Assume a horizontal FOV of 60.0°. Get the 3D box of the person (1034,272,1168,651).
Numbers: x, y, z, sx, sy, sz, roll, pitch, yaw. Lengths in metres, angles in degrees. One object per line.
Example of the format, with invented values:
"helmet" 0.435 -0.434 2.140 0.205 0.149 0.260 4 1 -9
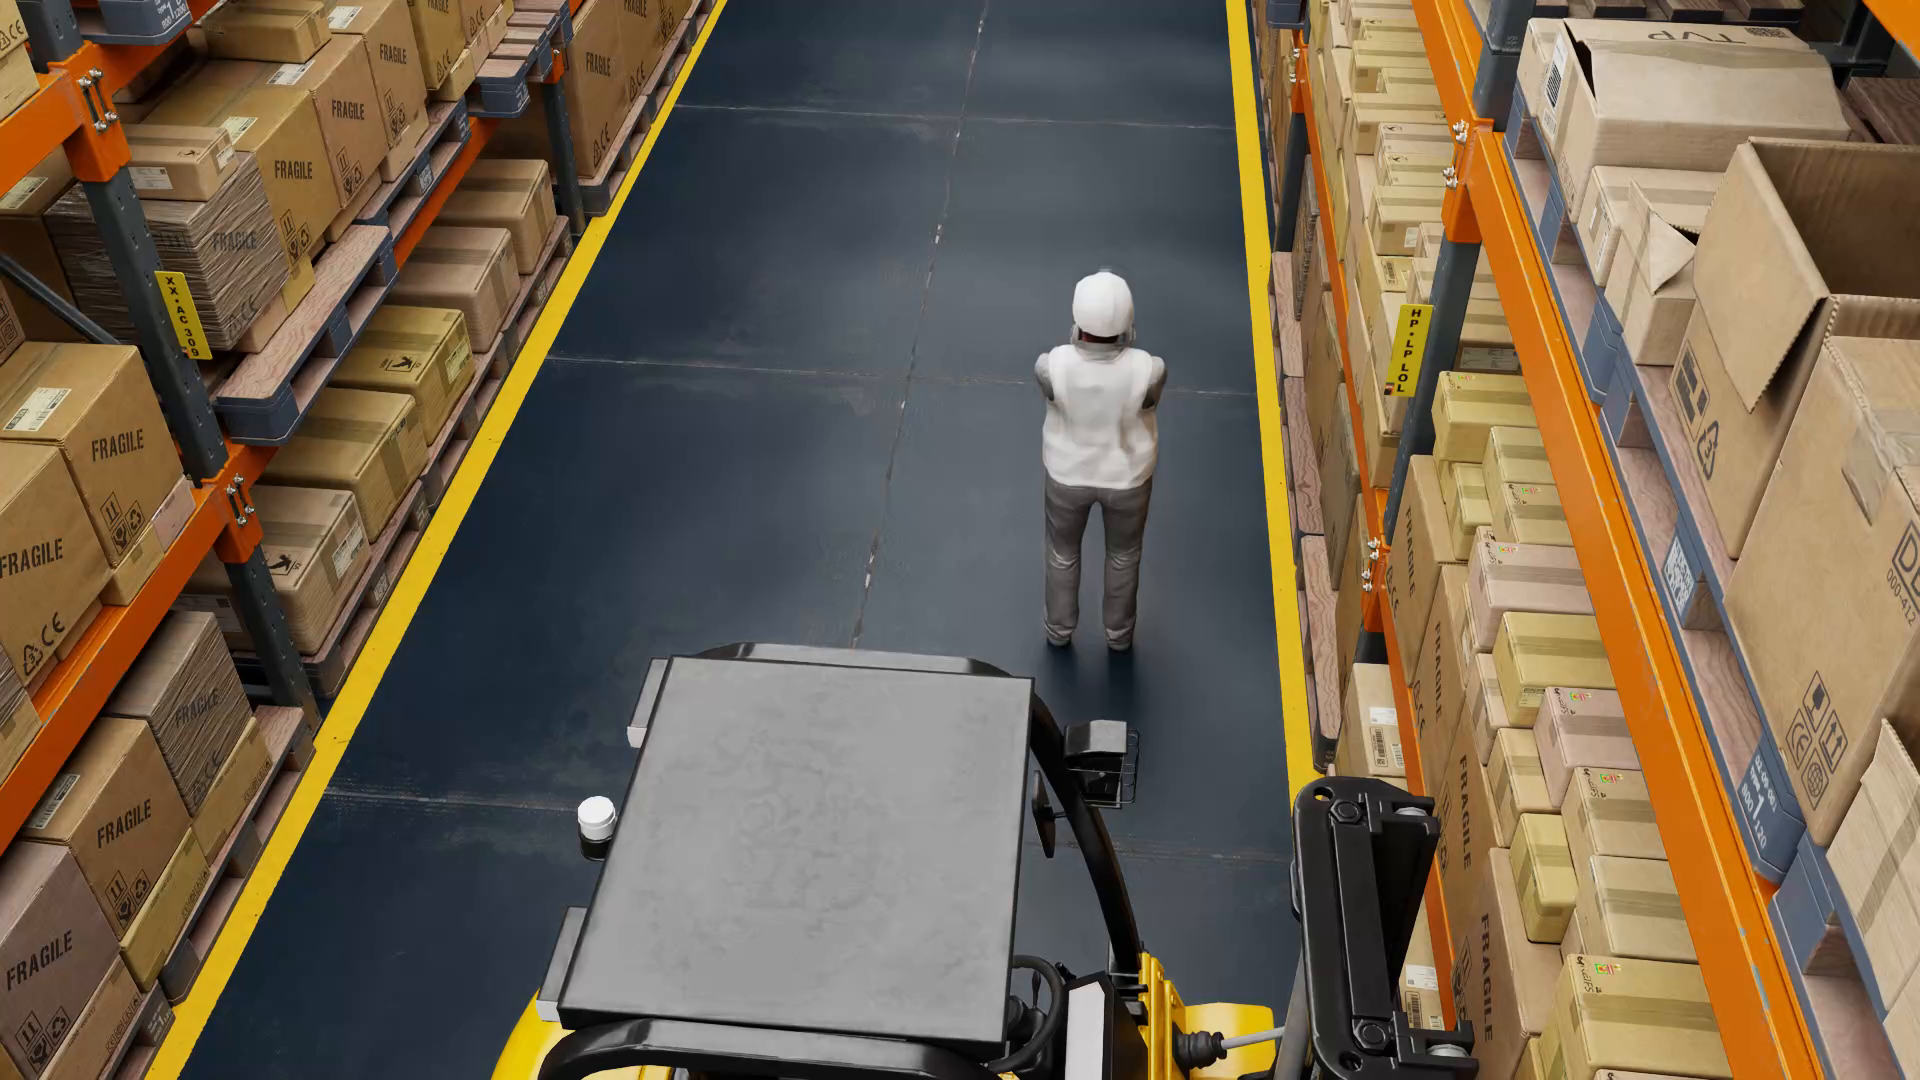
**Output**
"person" 0.533 -0.344 6.554 0.494 1.767 0.545 4 40 4
